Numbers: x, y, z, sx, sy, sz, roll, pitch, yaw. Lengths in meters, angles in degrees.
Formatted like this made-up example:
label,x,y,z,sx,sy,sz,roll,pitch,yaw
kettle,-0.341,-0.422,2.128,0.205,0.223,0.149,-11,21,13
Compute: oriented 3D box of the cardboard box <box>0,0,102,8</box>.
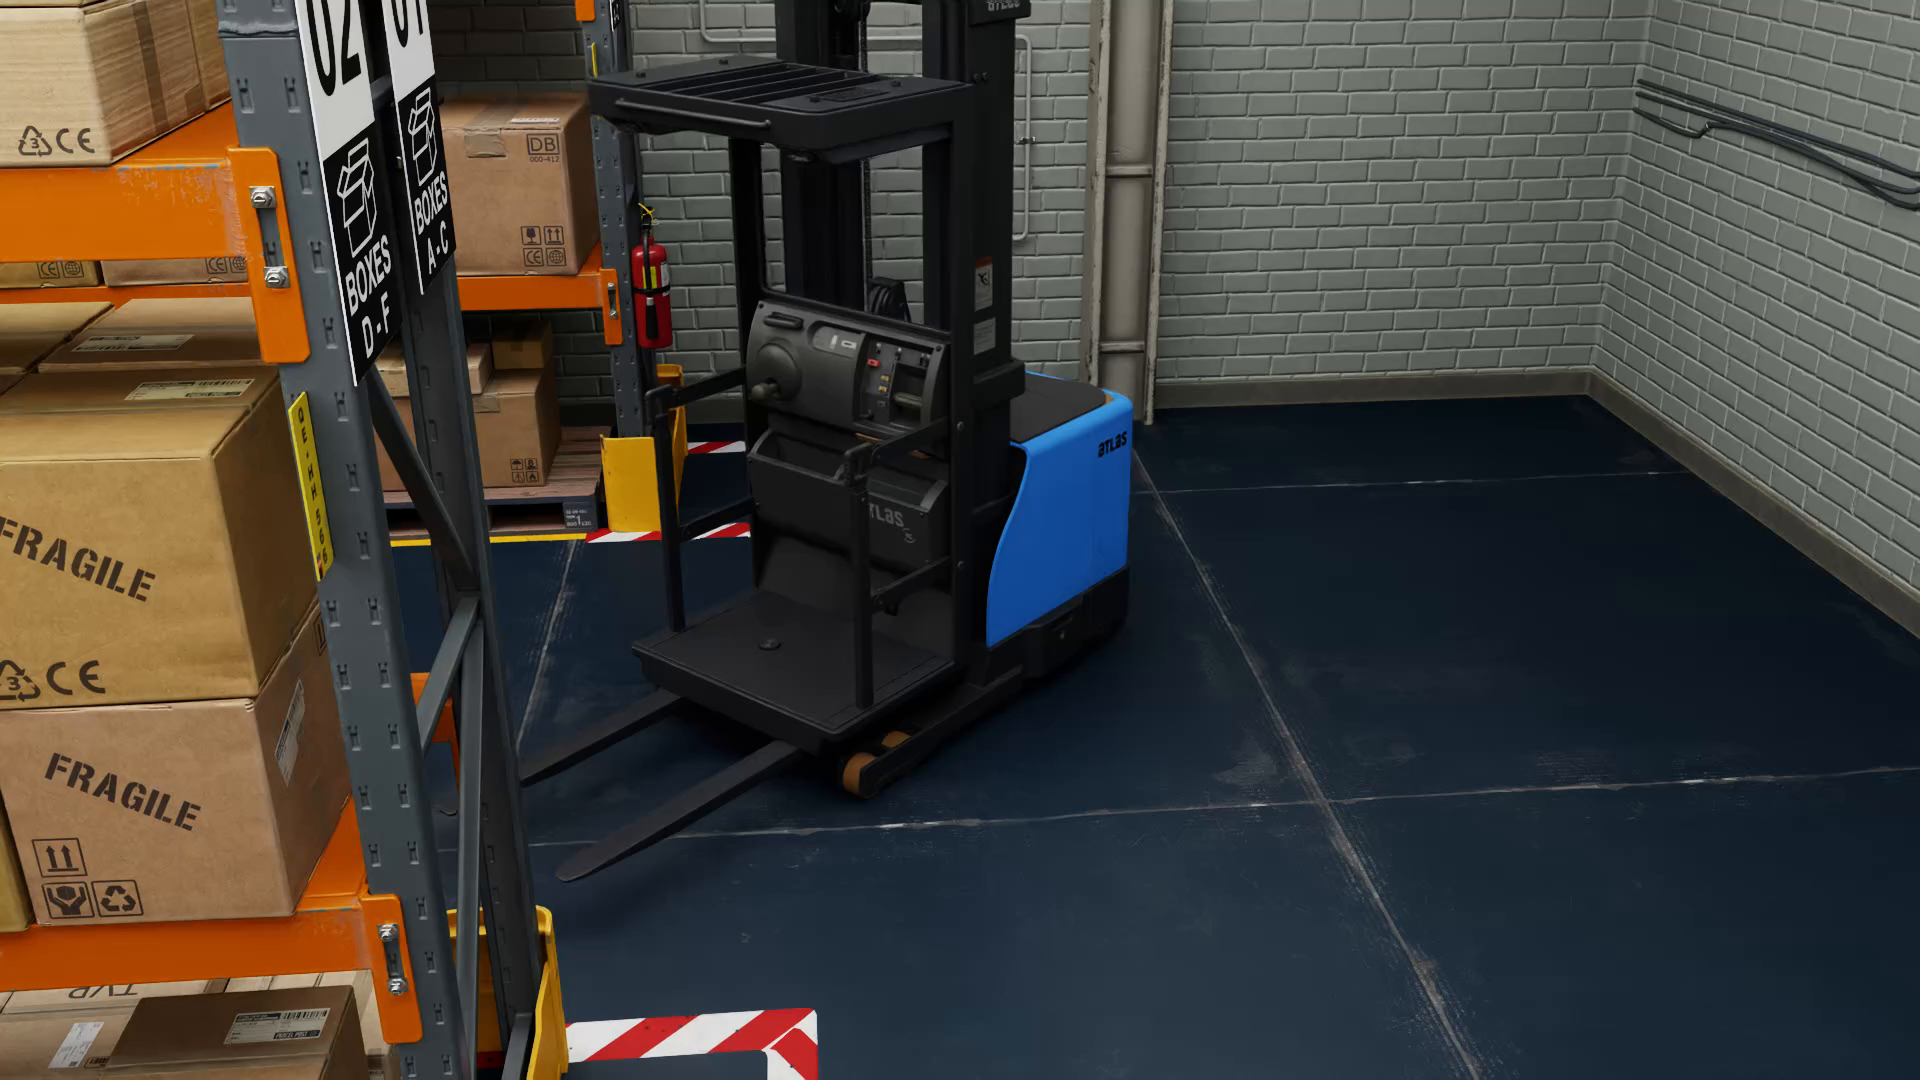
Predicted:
label,x,y,z,sx,sy,sz,roll,pitch,yaw
cardboard box,-1.671,-1.052,2.799,0.500,0.250,0.500,-2,24,-5

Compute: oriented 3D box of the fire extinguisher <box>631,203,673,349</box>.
label,x,y,z,sx,sy,sz,roll,pitch,yaw
fire extinguisher,-1.480,-1.260,7.947,0.183,0.674,0.296,-2,24,-5

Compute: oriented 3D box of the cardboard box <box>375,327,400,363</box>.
label,x,y,z,sx,sy,sz,roll,pitch,yaw
cardboard box,-3.011,-0.980,8.523,0.250,0.149,0.380,-2,24,-5

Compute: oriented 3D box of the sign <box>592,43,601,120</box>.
label,x,y,z,sx,sy,sz,roll,pitch,yaw
sign,-1.636,-2.064,7.484,0.005,0.325,0.100,-2,24,-5

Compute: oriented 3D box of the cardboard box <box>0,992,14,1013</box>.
label,x,y,z,sx,sy,sz,roll,pitch,yaw
cardboard box,-2.749,1.358,4.346,0.500,0.250,0.500,-2,24,-5

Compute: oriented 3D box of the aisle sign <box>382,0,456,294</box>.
label,x,y,z,sx,sy,sz,roll,pitch,yaw
aisle sign,-1.146,-0.954,3.503,0.004,0.787,0.394,-2,24,-5

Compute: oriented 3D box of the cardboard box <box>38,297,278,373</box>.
label,x,y,z,sx,sy,sz,roll,pitch,yaw
cardboard box,-1.652,-0.236,3.734,0.500,0.500,0.500,-2,24,-4

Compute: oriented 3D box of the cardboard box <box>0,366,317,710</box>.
label,x,y,z,sx,sy,sz,roll,pitch,yaw
cardboard box,-1.601,-0.018,3.244,0.500,0.500,0.500,-3,24,-6

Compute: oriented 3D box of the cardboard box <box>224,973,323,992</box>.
label,x,y,z,sx,sy,sz,roll,pitch,yaw
cardboard box,-1.884,1.337,4.496,0.250,0.166,0.380,-2,24,-5

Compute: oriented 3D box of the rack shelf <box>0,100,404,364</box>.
label,x,y,z,sx,sy,sz,roll,pitch,yaw
rack shelf,-3.175,-0.607,3.115,4.000,0.370,1.077,-2,24,-5

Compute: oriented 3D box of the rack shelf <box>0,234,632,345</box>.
label,x,y,z,sx,sy,sz,roll,pitch,yaw
rack shelf,-3.666,-1.238,8.228,4.000,0.370,1.077,-2,24,-5

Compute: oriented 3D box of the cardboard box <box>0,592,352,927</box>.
label,x,y,z,sx,sy,sz,roll,pitch,yaw
cardboard box,-1.604,0.438,3.449,0.500,0.500,0.500,-2,24,-4

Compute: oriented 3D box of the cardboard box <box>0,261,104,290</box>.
label,x,y,z,sx,sy,sz,roll,pitch,yaw
cardboard box,-4.388,-1.666,7.936,0.700,0.700,0.980,-3,24,-6

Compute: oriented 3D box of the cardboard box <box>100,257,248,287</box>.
label,x,y,z,sx,sy,sz,roll,pitch,yaw
cardboard box,-3.665,-1.699,8.010,0.700,0.700,0.980,-3,24,-8

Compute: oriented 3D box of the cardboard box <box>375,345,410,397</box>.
label,x,y,z,sx,sy,sz,roll,pitch,yaw
cardboard box,-2.726,-0.835,8.198,0.250,0.149,0.380,-2,24,-4

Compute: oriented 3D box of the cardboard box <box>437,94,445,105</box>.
label,x,y,z,sx,sy,sz,roll,pitch,yaw
cardboard box,-2.905,-1.726,8.070,0.700,0.700,0.980,-2,24,-6

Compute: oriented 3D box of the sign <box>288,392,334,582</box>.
label,x,y,z,sx,sy,sz,roll,pitch,yaw
sign,-1.150,-0.093,2.952,0.005,0.325,0.100,-2,24,-5

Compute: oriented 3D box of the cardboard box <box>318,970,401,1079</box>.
label,x,y,z,sx,sy,sz,roll,pitch,yaw
cardboard box,-1.635,1.335,4.522,0.250,0.149,0.380,-2,24,-5

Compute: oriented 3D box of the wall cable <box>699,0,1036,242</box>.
label,x,y,z,sx,sy,sz,roll,pitch,yaw
wall cable,-0.494,-2.544,9.031,1.851,1.984,0.084,-2,24,-5

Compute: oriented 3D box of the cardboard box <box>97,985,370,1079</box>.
label,x,y,z,sx,sy,sz,roll,pitch,yaw
cardboard box,-1.702,1.418,3.903,0.500,0.500,0.500,-2,24,-5

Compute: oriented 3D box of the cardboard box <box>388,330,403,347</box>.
label,x,y,z,sx,sy,sz,roll,pitch,yaw
cardboard box,-2.762,-0.990,8.545,0.250,0.149,0.380,-2,24,-5

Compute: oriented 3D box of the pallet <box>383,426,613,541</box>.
label,x,y,z,sx,sy,sz,roll,pitch,yaw
pallet,-2.463,-0.309,8.685,1.213,0.211,1.003,-2,24,-5

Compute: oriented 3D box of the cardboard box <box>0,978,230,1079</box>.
label,x,y,z,sx,sy,sz,roll,pitch,yaw
cardboard box,-2.251,1.338,4.391,0.500,0.250,0.500,-2,24,-5

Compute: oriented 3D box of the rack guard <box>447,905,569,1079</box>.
label,x,y,z,sx,sy,sz,roll,pitch,yaw
rack guard,-1.260,1.501,4.258,0.348,0.500,1.175,-2,24,-5

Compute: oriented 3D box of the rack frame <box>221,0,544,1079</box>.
label,x,y,z,sx,sy,sz,roll,pitch,yaw
rack frame,-1.185,0.355,3.757,0.127,3.000,1.000,-2,24,-5

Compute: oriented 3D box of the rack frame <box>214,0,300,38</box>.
label,x,y,z,sx,sy,sz,roll,pitch,yaw
rack frame,-1.185,-2.386,2.539,0.127,3.000,1.000,-2,24,-5

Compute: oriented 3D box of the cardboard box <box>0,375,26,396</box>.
label,x,y,z,sx,sy,sz,roll,pitch,yaw
cardboard box,-2.103,0.002,3.198,0.500,0.500,0.500,-2,24,-4

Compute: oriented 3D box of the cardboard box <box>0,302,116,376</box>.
label,x,y,z,sx,sy,sz,roll,pitch,yaw
cardboard box,-2.172,-0.212,3.680,0.500,0.500,0.500,-2,24,-5

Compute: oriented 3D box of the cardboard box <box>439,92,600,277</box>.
label,x,y,z,sx,sy,sz,roll,pitch,yaw
cardboard box,-2.182,-1.759,8.146,0.700,0.700,0.980,-1,24,-3

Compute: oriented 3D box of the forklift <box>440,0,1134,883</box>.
label,x,y,z,sx,sy,sz,roll,pitch,yaw
forklift,-0.566,-0.618,6.032,1.130,2.935,3.031,18,30,35

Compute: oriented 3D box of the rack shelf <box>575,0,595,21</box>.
label,x,y,z,sx,sy,sz,roll,pitch,yaw
rack shelf,-3.666,-2.609,7.619,4.000,0.370,1.077,-2,24,-5

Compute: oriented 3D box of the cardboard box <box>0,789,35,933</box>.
label,x,y,z,sx,sy,sz,roll,pitch,yaw
cardboard box,-2.120,0.460,3.400,0.500,0.500,0.500,-2,24,-5

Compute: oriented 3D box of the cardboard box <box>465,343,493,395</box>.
label,x,y,z,sx,sy,sz,roll,pitch,yaw
cardboard box,-2.472,-0.846,8.221,0.250,0.149,0.380,-3,24,-6

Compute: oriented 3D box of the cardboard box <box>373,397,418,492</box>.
label,x,y,z,sx,sy,sz,roll,pitch,yaw
cardboard box,-2.860,-0.608,8.485,0.500,0.500,0.700,-2,24,-5

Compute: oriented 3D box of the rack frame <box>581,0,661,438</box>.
label,x,y,z,sx,sy,sz,roll,pitch,yaw
rack frame,-1.675,-1.647,8.262,0.127,3.000,1.000,-2,24,-5

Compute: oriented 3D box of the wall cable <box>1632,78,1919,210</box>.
label,x,y,z,sx,sy,sz,roll,pitch,yaw
wall cable,3.988,-3.051,7.857,0.112,2.526,3.097,-2,24,-5

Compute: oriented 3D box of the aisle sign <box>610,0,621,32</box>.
label,x,y,z,sx,sy,sz,roll,pitch,yaw
aisle sign,-1.574,-2.716,7.467,0.004,0.787,0.394,-2,24,-5

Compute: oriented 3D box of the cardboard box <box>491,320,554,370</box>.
label,x,y,z,sx,sy,sz,roll,pitch,yaw
cardboard box,-2.257,-1.010,8.592,0.250,0.149,0.380,-2,24,-5

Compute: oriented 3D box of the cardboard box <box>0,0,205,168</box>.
label,x,y,z,sx,sy,sz,roll,pitch,yaw
cardboard box,-1.670,-0.820,2.893,0.500,0.250,0.500,-2,24,-5

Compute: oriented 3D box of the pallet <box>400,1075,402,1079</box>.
label,x,y,z,sx,sy,sz,roll,pitch,yaw
pallet,-2.054,1.665,4.245,1.213,0.211,1.003,-2,24,-5

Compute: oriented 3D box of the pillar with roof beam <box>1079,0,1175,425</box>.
label,x,y,z,sx,sy,sz,roll,pitch,yaw
pillar with roof beam,1.350,-3.105,4.158,0.400,9.000,9.100,-2,24,-5

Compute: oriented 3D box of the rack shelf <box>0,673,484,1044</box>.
label,x,y,z,sx,sy,sz,roll,pitch,yaw
rack shelf,-3.175,0.764,3.724,4.000,0.370,1.077,-2,24,-5

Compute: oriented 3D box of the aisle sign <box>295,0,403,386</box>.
label,x,y,z,sx,sy,sz,roll,pitch,yaw
aisle sign,-1.087,-0.711,2.957,0.004,0.787,0.394,-2,24,-5

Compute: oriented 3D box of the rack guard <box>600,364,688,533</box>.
label,x,y,z,sx,sy,sz,roll,pitch,yaw
rack guard,-1.652,-0.505,8.772,0.348,0.500,1.175,-2,24,-5

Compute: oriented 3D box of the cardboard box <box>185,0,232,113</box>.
label,x,y,z,sx,sy,sz,roll,pitch,yaw
cardboard box,-1.721,-1.029,3.364,0.500,0.250,0.500,-2,24,-5

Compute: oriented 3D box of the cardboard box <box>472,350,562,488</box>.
label,x,y,z,sx,sy,sz,roll,pitch,yaw
cardboard box,-2.362,-0.628,8.530,0.500,0.500,0.700,-2,24,-5
